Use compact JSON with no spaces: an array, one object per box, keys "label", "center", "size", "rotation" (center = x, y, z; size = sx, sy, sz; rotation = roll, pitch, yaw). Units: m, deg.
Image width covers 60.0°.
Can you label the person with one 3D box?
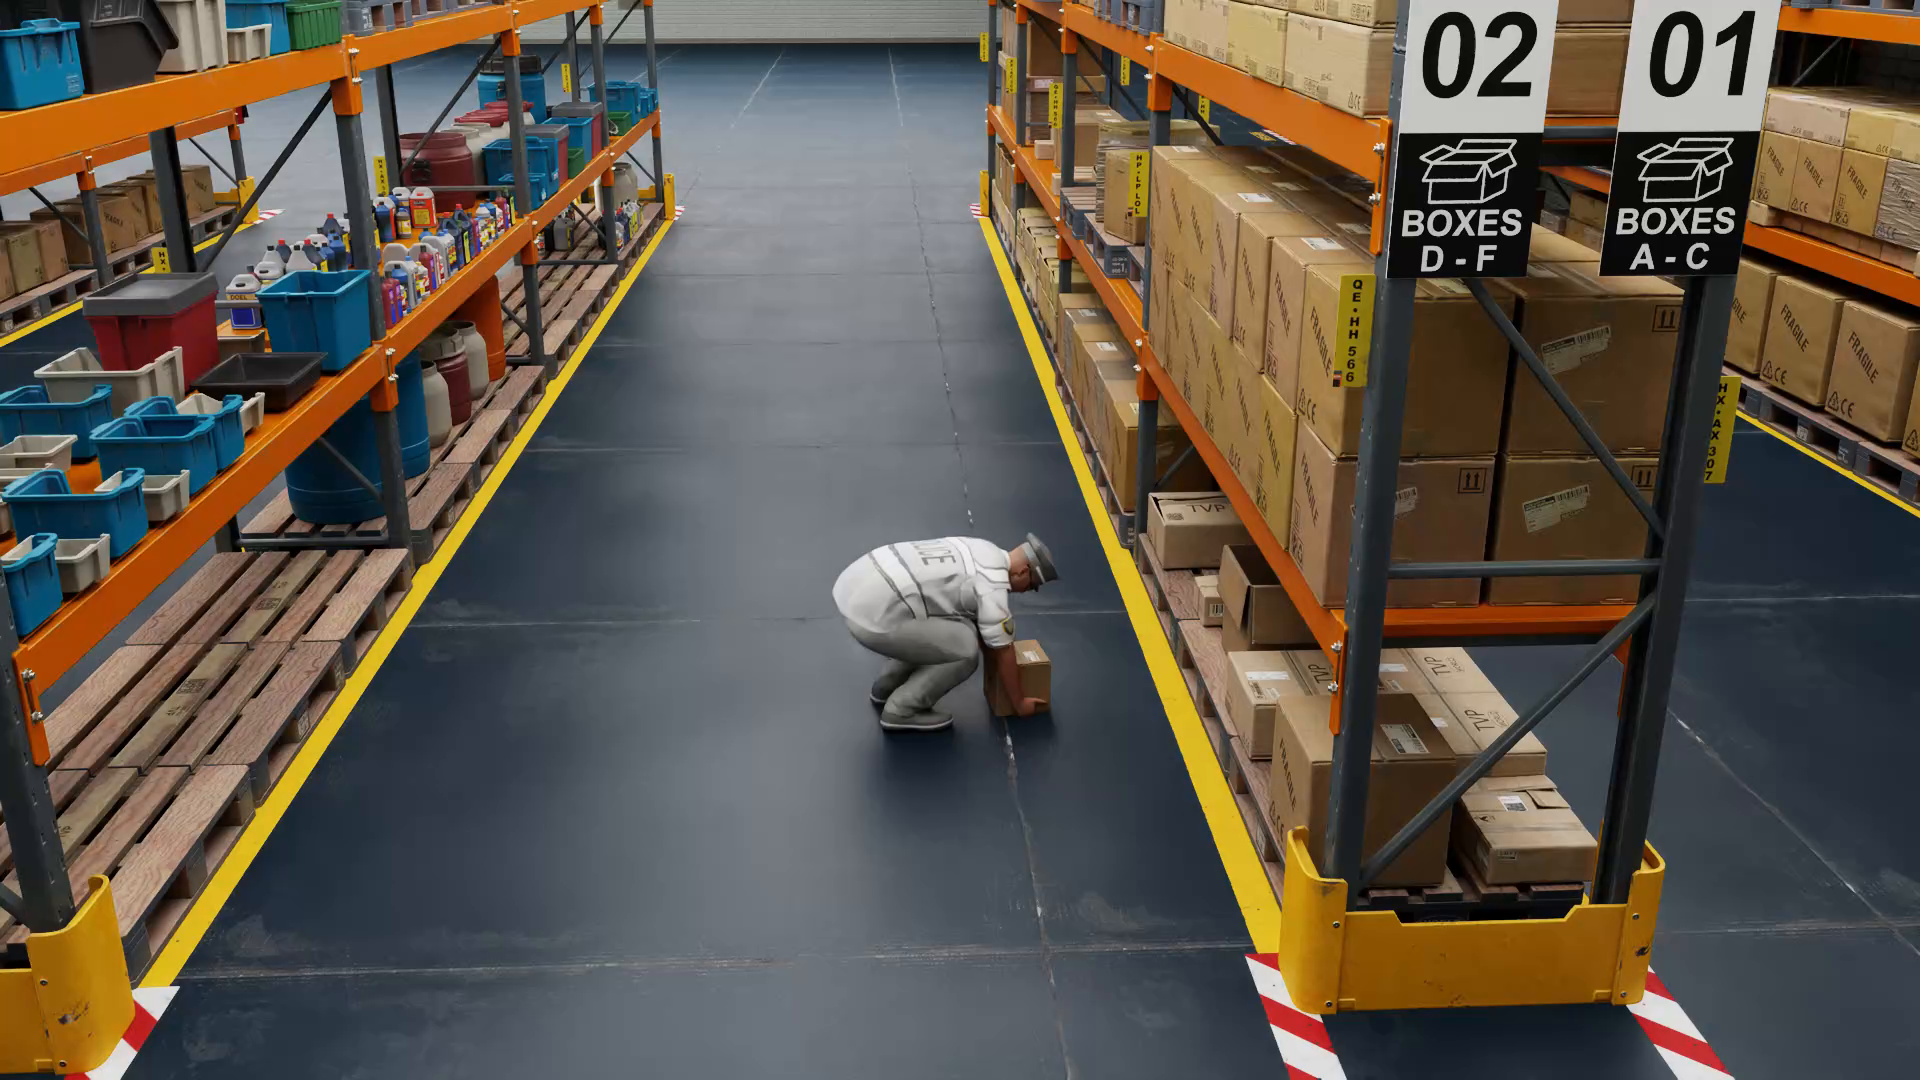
[{"label":"person","center":[-0.045,0.399,7.397],"size":[1.029,0.816,0.529],"rotation":[-5,21,-14]}]
